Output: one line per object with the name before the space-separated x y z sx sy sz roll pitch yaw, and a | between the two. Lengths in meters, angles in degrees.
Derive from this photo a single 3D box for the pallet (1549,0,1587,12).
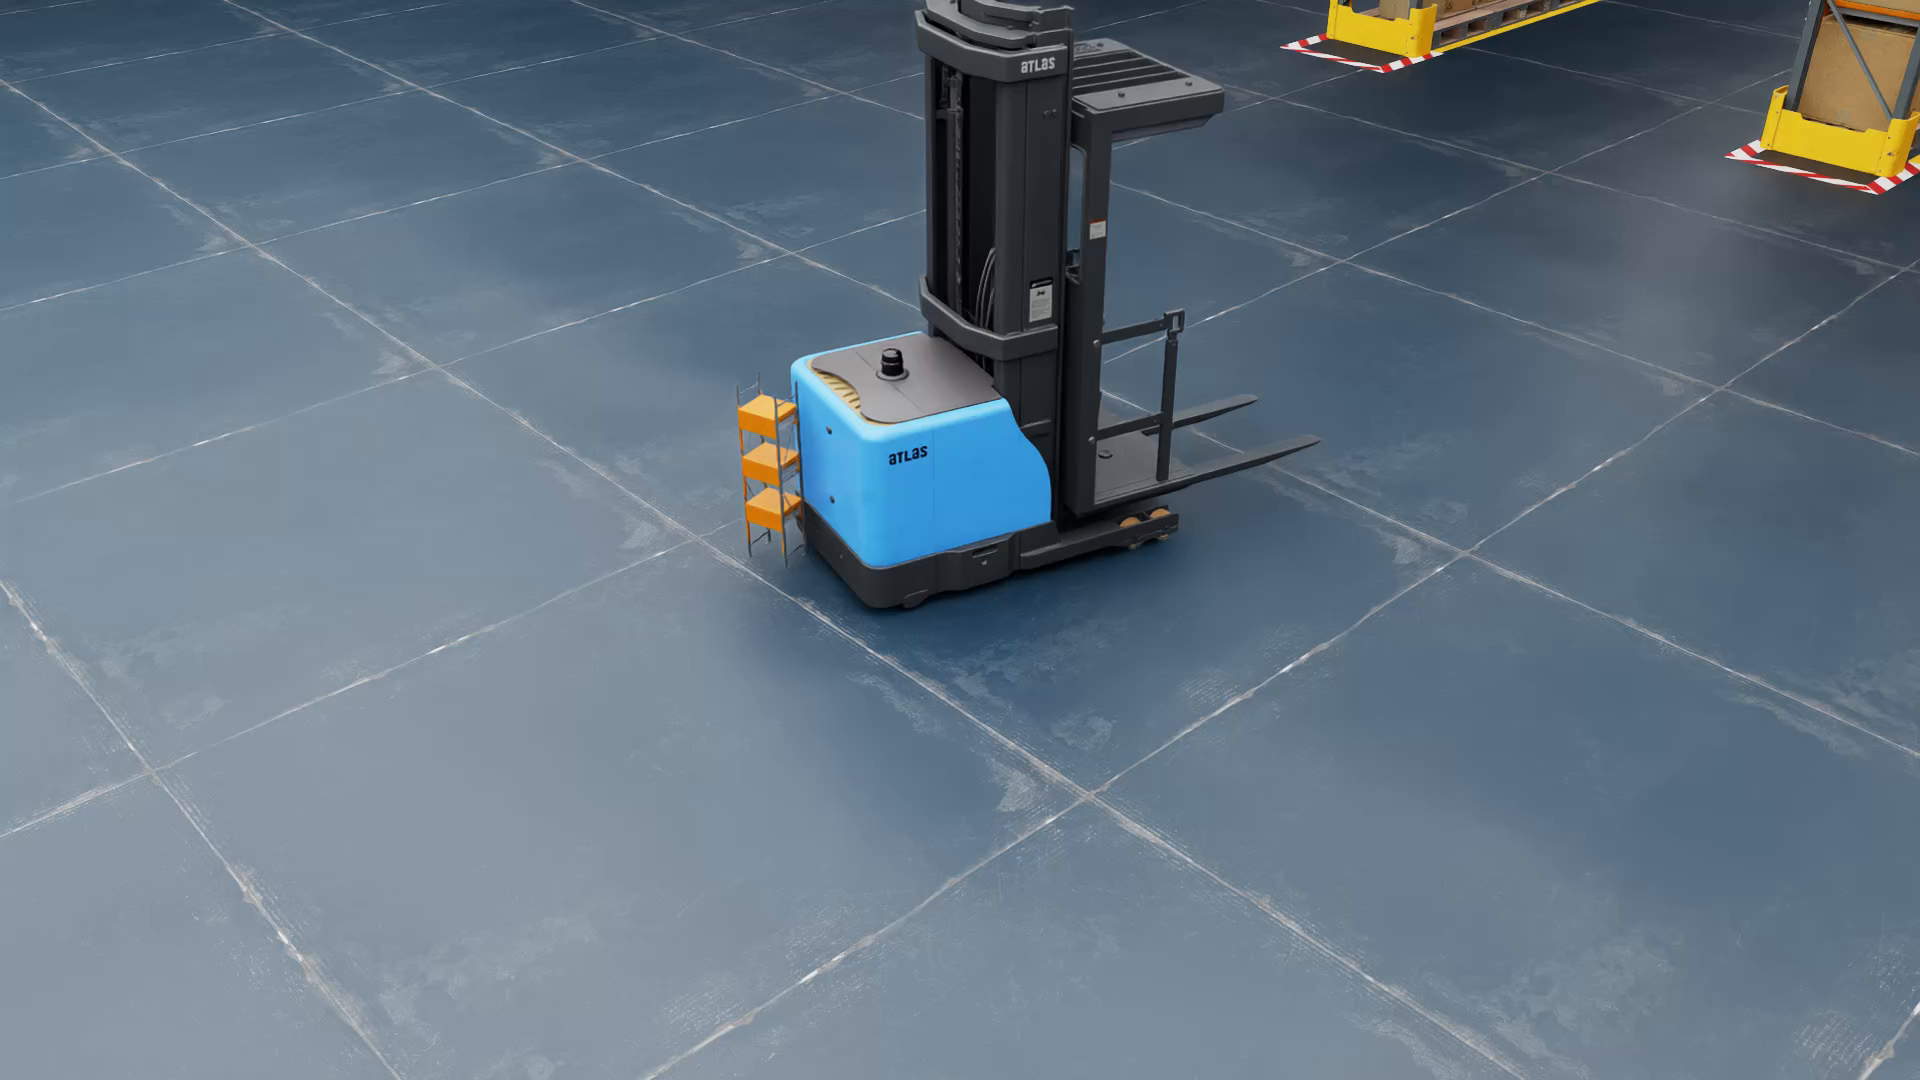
pallet | 6.937 -6.603 19.846 1.213 0.211 1.003 -26 40 -35

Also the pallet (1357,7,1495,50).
pallet | 5.148 -5.737 18.431 1.213 0.211 1.003 -26 40 -35

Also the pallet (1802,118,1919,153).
pallet | 8.304 -3.816 15.289 1.213 0.211 1.003 -26 40 -35

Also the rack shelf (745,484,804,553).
rack shelf | -0.997 -0.116 8.987 0.240 0.259 0.215 17 35 26

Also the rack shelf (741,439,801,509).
rack shelf | -0.997 -0.353 8.842 0.240 0.259 0.215 17 35 26

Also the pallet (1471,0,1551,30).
pallet | 6.042 -6.168 19.135 1.213 0.211 1.003 -26 40 -35

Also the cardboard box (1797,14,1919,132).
cardboard box | 8.223 -4.231 14.928 0.875 0.875 0.875 -26 40 -35

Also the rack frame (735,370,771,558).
rack frame | -1.101 -0.395 8.889 0.008 1.050 0.200 17 35 26

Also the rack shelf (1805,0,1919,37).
rack shelf | 9.237 -5.095 15.396 4.000 0.370 1.077 -26 40 -35

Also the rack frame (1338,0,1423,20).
rack frame | 4.472 -6.626 17.210 0.127 3.000 1.000 -26 40 -35

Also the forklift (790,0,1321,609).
forklift | 0.638 -1.433 8.784 3.031 2.935 1.130 -16 35 -24

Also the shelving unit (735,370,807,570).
shelving unit | -0.997 -0.362 8.836 0.252 1.050 0.215 17 35 26

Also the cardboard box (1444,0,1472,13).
cardboard box | 5.357 -6.179 18.472 0.500 0.500 0.500 -15 35 -23

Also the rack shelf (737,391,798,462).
rack shelf | -0.997 -0.595 8.694 0.240 0.259 0.215 17 35 26

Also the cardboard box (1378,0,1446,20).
cardboard box | 4.942 -5.953 18.104 0.500 0.500 0.500 -18 36 -27

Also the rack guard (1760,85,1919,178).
rack guard | 7.753 -3.617 14.686 0.348 0.500 1.175 -26 40 -35

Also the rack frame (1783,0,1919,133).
rack frame | 7.771 -4.692 14.048 0.127 3.000 1.000 -26 40 -35

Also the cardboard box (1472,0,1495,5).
cardboard box | 5.829 -6.393 18.824 0.500 0.500 0.500 -22 38 -31

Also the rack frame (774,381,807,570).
rack frame | -0.892 -0.330 8.783 0.008 1.050 0.200 17 35 26

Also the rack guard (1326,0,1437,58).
rack guard | 4.528 -5.586 17.906 0.348 0.500 1.175 -26 40 -35
